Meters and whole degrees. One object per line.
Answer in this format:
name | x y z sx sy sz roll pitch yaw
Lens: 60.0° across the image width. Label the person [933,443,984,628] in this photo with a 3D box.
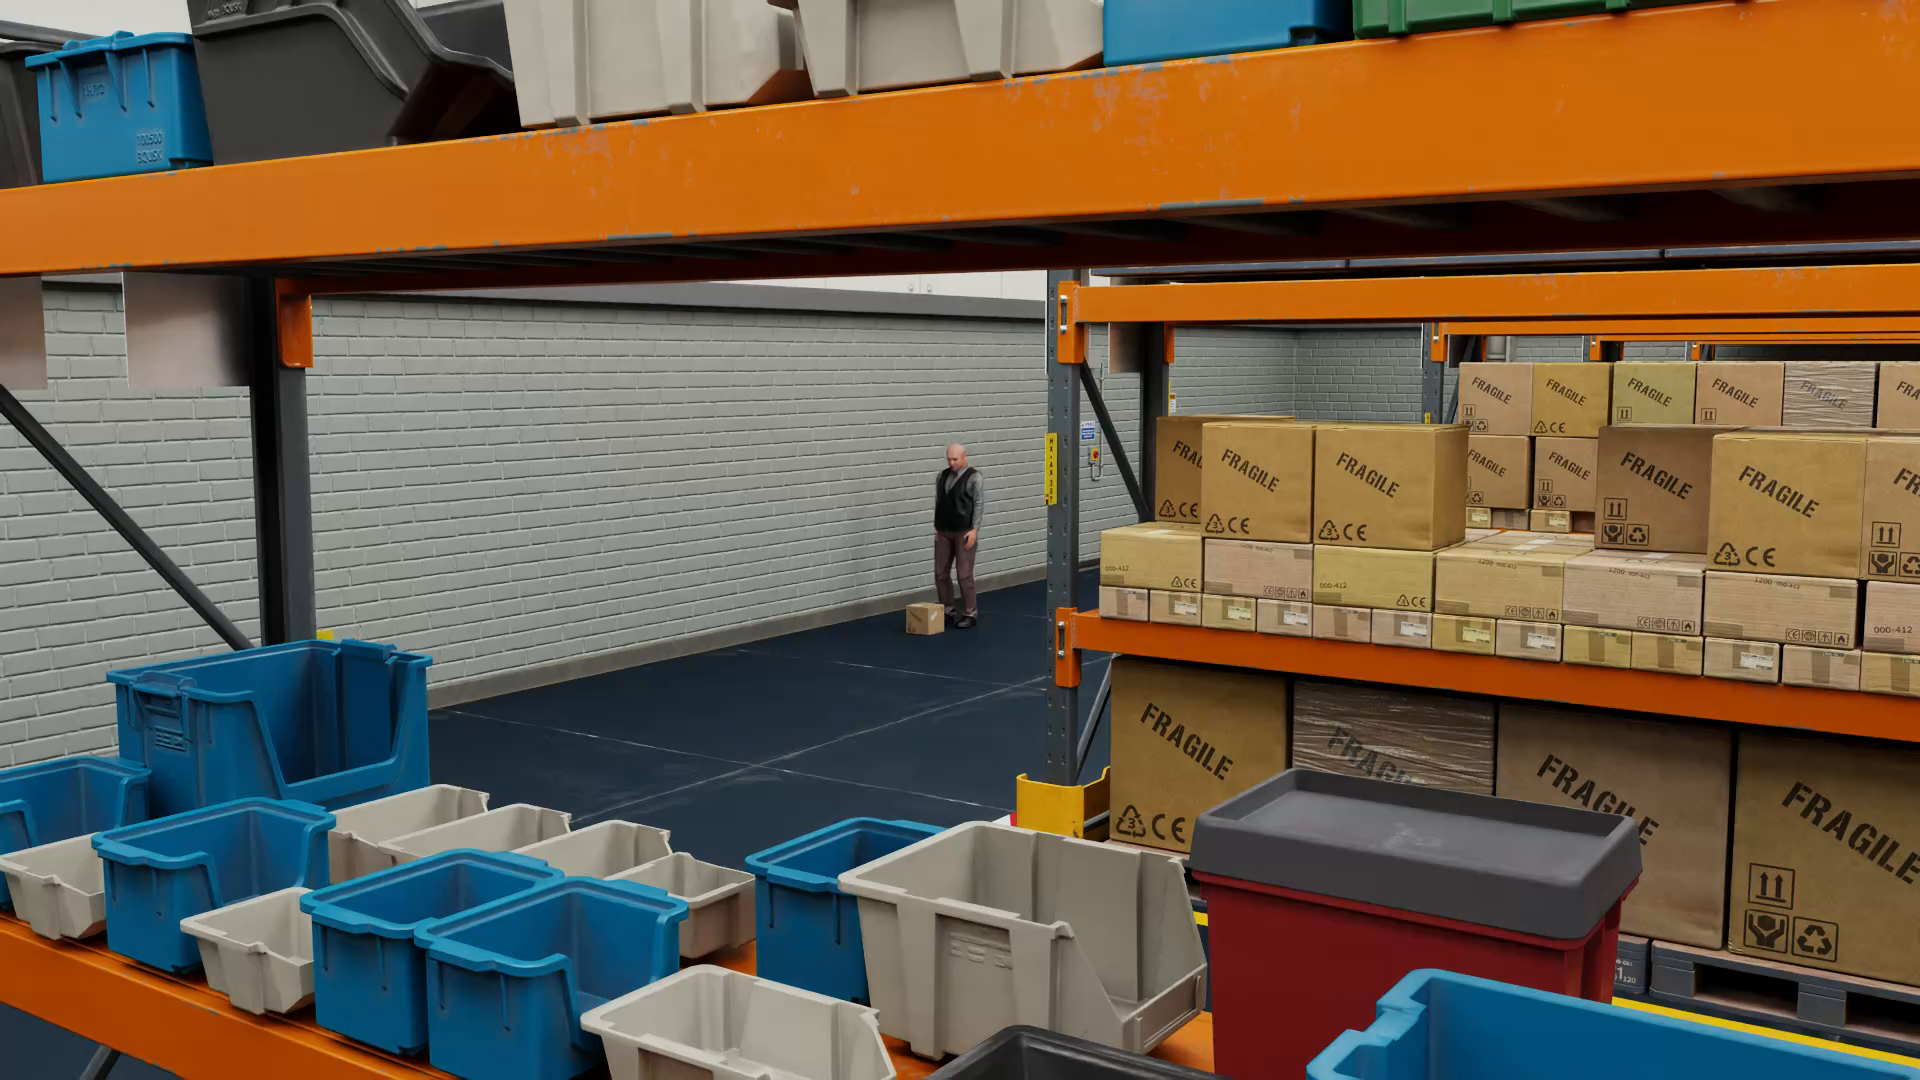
person | -0.019 -0.047 15.420 0.540 1.705 0.343 4 8 35
